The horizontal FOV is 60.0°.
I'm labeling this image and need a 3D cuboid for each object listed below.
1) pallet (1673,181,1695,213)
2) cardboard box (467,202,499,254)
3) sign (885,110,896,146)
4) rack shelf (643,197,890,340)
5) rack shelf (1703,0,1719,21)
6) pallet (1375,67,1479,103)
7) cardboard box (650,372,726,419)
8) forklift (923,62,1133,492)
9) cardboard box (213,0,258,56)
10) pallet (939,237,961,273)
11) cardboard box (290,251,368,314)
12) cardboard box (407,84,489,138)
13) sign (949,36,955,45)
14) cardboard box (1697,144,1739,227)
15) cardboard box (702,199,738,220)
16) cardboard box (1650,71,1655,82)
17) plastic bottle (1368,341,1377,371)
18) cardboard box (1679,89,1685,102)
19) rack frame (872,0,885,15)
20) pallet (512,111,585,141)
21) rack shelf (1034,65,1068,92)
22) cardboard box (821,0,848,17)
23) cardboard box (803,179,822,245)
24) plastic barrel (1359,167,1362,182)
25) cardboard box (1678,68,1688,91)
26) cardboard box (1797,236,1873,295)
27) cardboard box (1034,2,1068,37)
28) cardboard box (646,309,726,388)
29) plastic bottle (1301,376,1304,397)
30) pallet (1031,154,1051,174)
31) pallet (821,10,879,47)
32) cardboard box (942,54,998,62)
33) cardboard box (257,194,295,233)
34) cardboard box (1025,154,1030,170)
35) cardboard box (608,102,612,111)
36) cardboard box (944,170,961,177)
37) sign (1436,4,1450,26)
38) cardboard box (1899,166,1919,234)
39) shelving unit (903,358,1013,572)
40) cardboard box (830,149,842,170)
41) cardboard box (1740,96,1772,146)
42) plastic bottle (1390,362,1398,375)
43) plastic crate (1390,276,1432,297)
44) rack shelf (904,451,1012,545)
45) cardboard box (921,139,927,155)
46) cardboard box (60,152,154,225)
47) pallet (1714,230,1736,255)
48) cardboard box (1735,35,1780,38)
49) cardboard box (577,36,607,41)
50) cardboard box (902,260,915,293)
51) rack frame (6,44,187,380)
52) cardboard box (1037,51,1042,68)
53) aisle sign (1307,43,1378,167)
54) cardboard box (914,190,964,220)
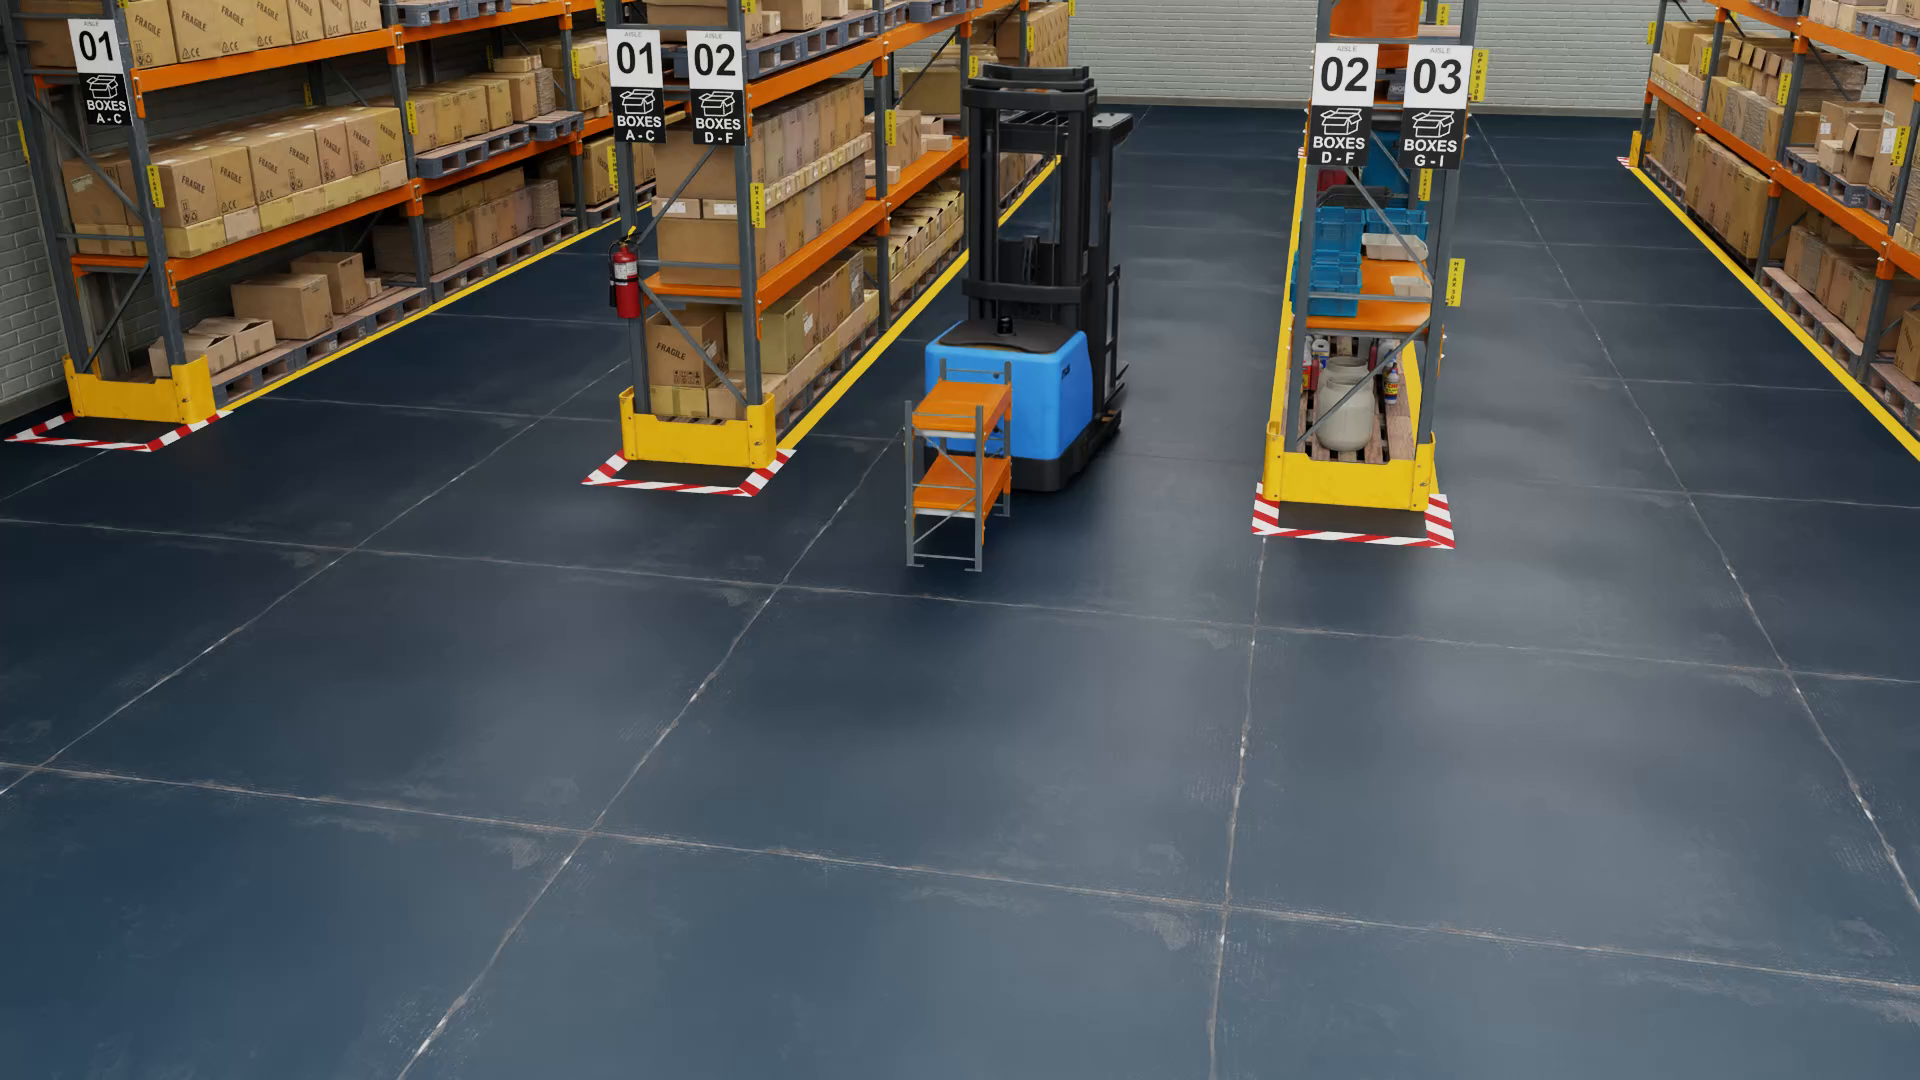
[{"bbox_3d":[10.359,-4.658,22.638,1.003,0.211,1.213,4,22,11],"label":"pallet"},{"bbox_3d":[-5.718,-3.578,18.980,0.700,0.500,0.500,5,22,12],"label":"cardboard box"},{"bbox_3d":[-0.658,-3.907,15.775,0.100,0.325,0.005,4,22,11],"label":"sign"},{"bbox_3d":[-1.610,-2.445,14.373,1.077,0.370,4.000,4,22,11],"label":"rack shelf"},{"bbox_3d":[10.536,-7.469,22.831,1.077,0.370,4.000,4,22,11],"label":"rack shelf"},{"bbox_3d":[3.095,-3.268,11.689,1.003,0.211,1.213,4,22,11],"label":"pallet"},{"bbox_3d":[-2.198,-1.186,13.401,0.500,0.250,0.500,4,22,11],"label":"cardboard box"},{"bbox_3d":[0.683,-2.228,12.962,1.130,2.935,3.031,7,23,17],"label":"forklift"},{"bbox_3d":[-6.309,-4.358,13.984,0.500,0.500,0.500,6,23,13],"label":"cardboard box"},{"bbox_3d":[-0.592,-3.382,19.468,1.003,0.211,1.213,4,22,11],"label":"pallet"},{"bbox_3d":[-6.225,-2.549,16.424,0.500,0.500,0.500,3,22,7],"label":"cardboard box"},{"bbox_3d":[-5.690,-4.768,18.454,0.700,0.500,0.500,8,23,18],"label":"cardboard box"},{"bbox_3d":[-0.102,-6.876,23.254,0.100,0.325,0.005,4,22,11],"label":"sign"},{"bbox_3d":[9.835,-4.327,20.363,1.225,0.875,0.875,4,22,9],"label":"cardboard box"},{"bbox_3d":[-1.727,-2.522,12.598,0.380,0.149,0.250,4,22,11],"label":"cardboard box"},{"bbox_3d":[10.548,-6.921,24.861,0.380,0.149,0.250,5,22,12],"label":"cardboard box"},{"bbox_3d":[3.551,-1.579,14.305,0.061,0.283,0.133,4,22,11],"label":"plastic bottle"},{"bbox_3d":[10.079,-6.076,22.762,0.380,0.149,0.250,5,22,12],"label":"cardboard box"},{"bbox_3d":[-1.202,-6.293,14.934,1.000,3.000,0.127,4,22,11],"label":"rack frame"},{"bbox_3d":[-5.277,-4.992,19.990,1.213,0.211,1.003,4,22,11],"label":"pallet"},{"bbox_3d":[0.839,-6.834,25.270,1.077,0.370,4.000,4,22,11],"label":"rack shelf"},{"bbox_3d":[-1.180,-4.583,14.290,0.380,0.149,0.250,4,22,11],"label":"cardboard box"},{"bbox_3d":[-1.597,-2.830,14.232,0.700,0.500,0.500,5,23,13],"label":"cardboard box"},{"bbox_3d":[4.067,-3.540,16.313,0.301,0.262,0.301,0,22,0],"label":"plastic barrel"},{"bbox_3d":[10.168,-6.306,22.798,0.500,0.250,0.500,5,22,12],"label":"cardboard box"},{"bbox_3d":[9.094,-2.811,17.075,0.700,0.500,0.500,3,22,6],"label":"cardboard box"},{"bbox_3d":[1.425,-8.226,26.290,0.500,0.500,0.500,4,22,10],"label":"cardboard box"},{"bbox_3d":[-2.200,-1.534,13.261,0.500,0.500,0.500,4,22,11],"label":"cardboard box"},{"bbox_3d":[2.776,-1.280,13.673,0.097,0.201,0.097,0,22,0],"label":"plastic bottle"},{"bbox_3d":[0.818,-5.841,25.575,1.003,0.211,1.213,4,22,11],"label":"pallet"},{"bbox_3d":[-1.351,-4.547,14.732,1.003,0.211,1.213,4,22,11],"label":"pallet"},{"bbox_3d":[0.130,-6.027,21.607,0.700,0.500,0.500,-1,22,-3],"label":"cardboard box"},{"bbox_3d":[-6.256,-2.895,14.700,0.500,0.250,0.500,4,22,10],"label":"cardboard box"},{"bbox_3d":[0.728,-5.530,24.080,0.500,0.311,0.500,4,22,11],"label":"cardboard box"},{"bbox_3d":[-4.770,-5.724,21.861,0.380,0.149,0.250,5,22,12],"label":"cardboard box"},{"bbox_3d":[0.088,-4.355,20.908,0.500,0.500,0.500,4,22,9],"label":"cardboard box"},{"bbox_3d":[4.183,-4.481,14.438,0.100,0.325,0.005,4,22,11],"label":"sign"},{"bbox_3d":[8.343,-2.779,13.705,0.875,0.500,0.500,4,22,11],"label":"cardboard box"},{"bbox_3d":[0.001,-0.524,11.150,0.538,1.125,1.048,4,22,11],"label":"shelving unit"},{"bbox_3d":[-1.257,-3.370,14.704,0.380,0.149,0.250,4,22,11],"label":"cardboard box"},{"bbox_3d":[9.380,-4.835,19.209,0.500,0.500,0.500,4,22,9],"label":"cardboard box"},{"bbox_3d":[3.569,-1.334,13.697,0.061,0.283,0.133,5,22,12],"label":"plastic bottle"},{"bbox_3d":[3.328,-1.849,12.283,0.298,0.136,0.250,4,22,11],"label":"plastic crate"},{"bbox_3d":[0.001,-0.297,11.241,0.538,0.278,1.000,4,22,11],"label":"rack shelf"},{"bbox_3d":[-0.591,-4.386,18.566,0.380,0.149,0.250,6,23,15],"label":"cardboard box"},{"bbox_3d":[-6.980,-2.900,13.709,0.500,0.500,0.500,4,22,10],"label":"cardboard box"},{"bbox_3d":[9.797,-3.651,20.136,1.003,0.211,1.213,4,22,11],"label":"pallet"},{"bbox_3d":[10.584,-6.431,22.106,0.500,0.500,0.500,4,22,11],"label":"cardboard box"},{"bbox_3d":[-4.684,-6.417,21.710,0.500,0.250,0.500,5,22,11],"label":"cardboard box"},{"bbox_3d":[-0.771,-2.745,17.274,0.500,0.250,0.500,5,22,12],"label":"cardboard box"},{"bbox_3d":[-6.868,-2.424,13.357,1.000,3.000,0.127,4,22,11],"label":"rack frame"},{"bbox_3d":[0.903,-6.836,24.178,0.500,0.500,0.500,5,22,12],"label":"cardboard box"},{"bbox_3d":[2.525,-2.871,10.987,0.394,0.787,0.004,4,22,11],"label":"aisle sign"},{"bbox_3d":[-0.251,-3.943,19.496,0.500,0.311,0.500,5,22,12],"label":"cardboard box"}]
